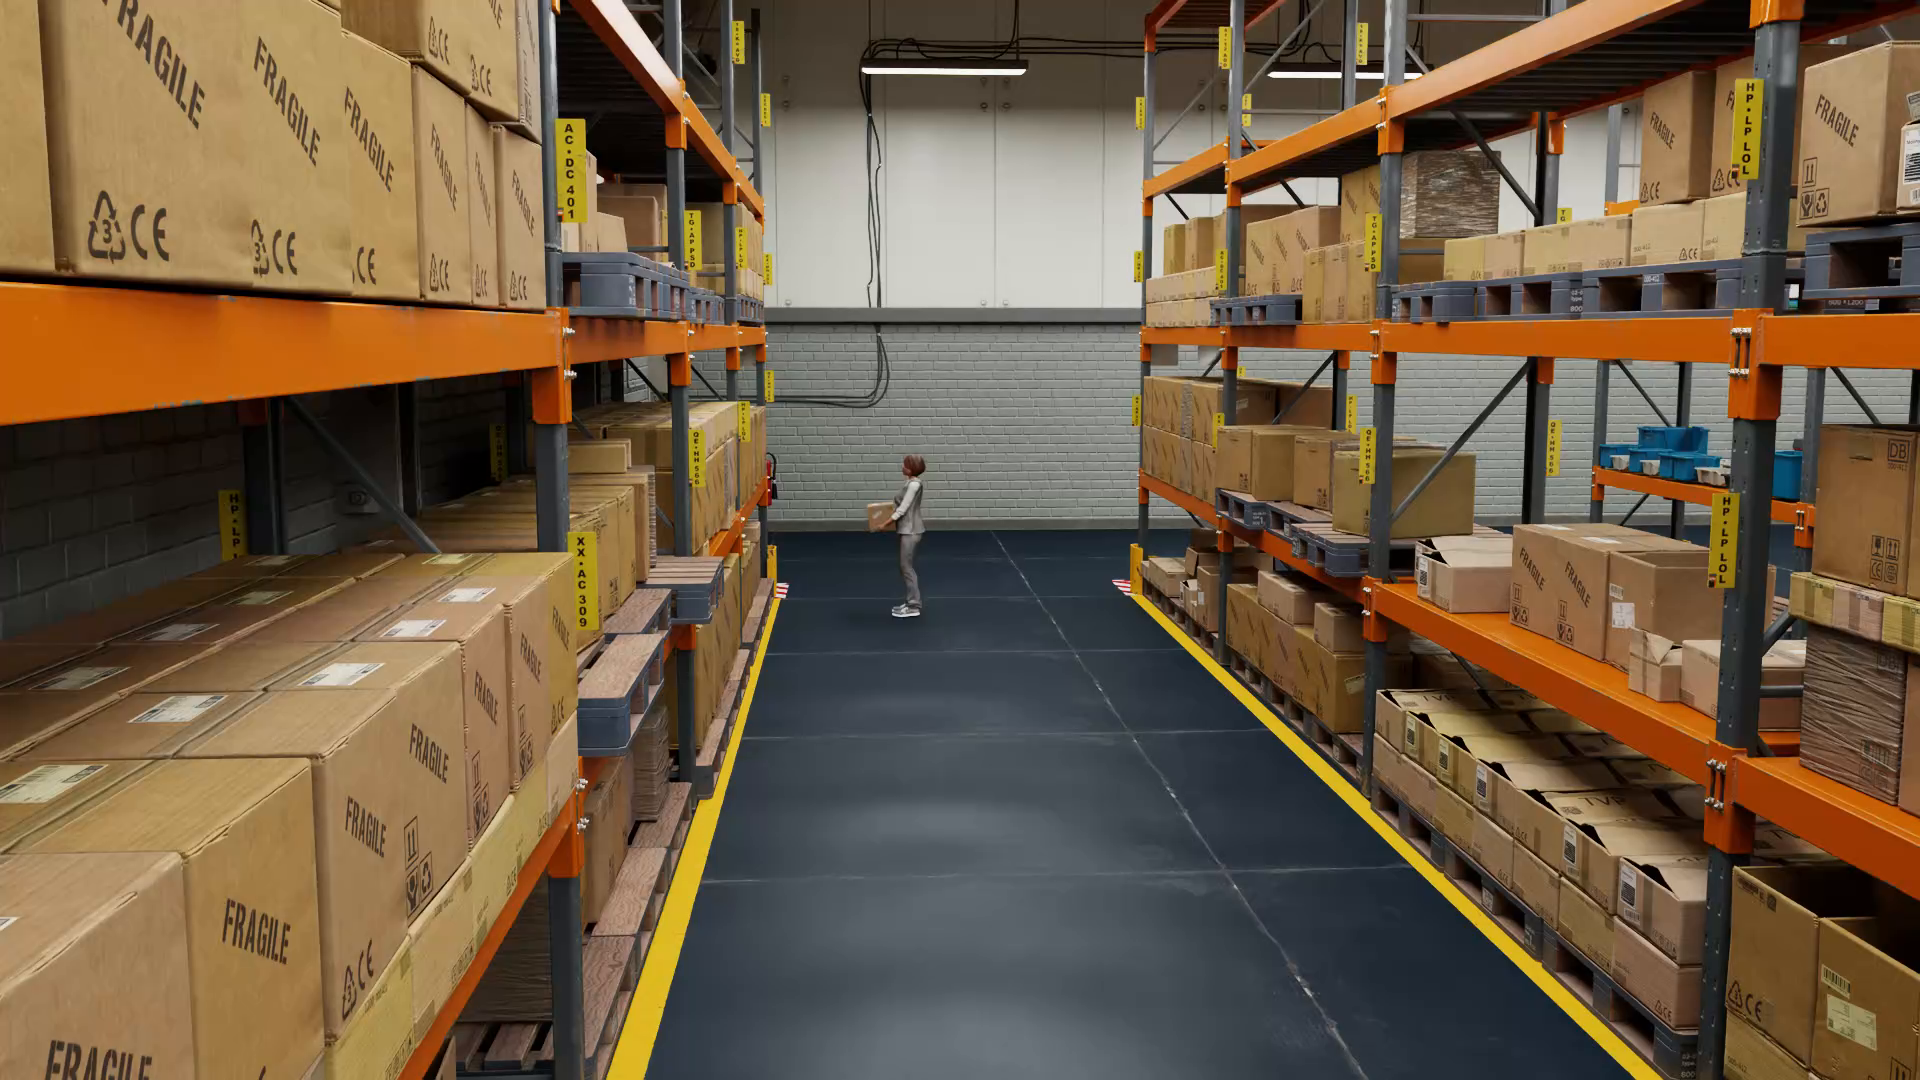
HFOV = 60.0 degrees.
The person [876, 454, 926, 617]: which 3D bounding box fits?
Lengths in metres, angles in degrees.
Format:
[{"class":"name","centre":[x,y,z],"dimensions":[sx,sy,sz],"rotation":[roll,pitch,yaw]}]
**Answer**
[{"class":"person","centre":[-0.583,-0.051,16.237],"dimensions":[0.492,1.588,0.406],"rotation":[0,7,-3]}]
